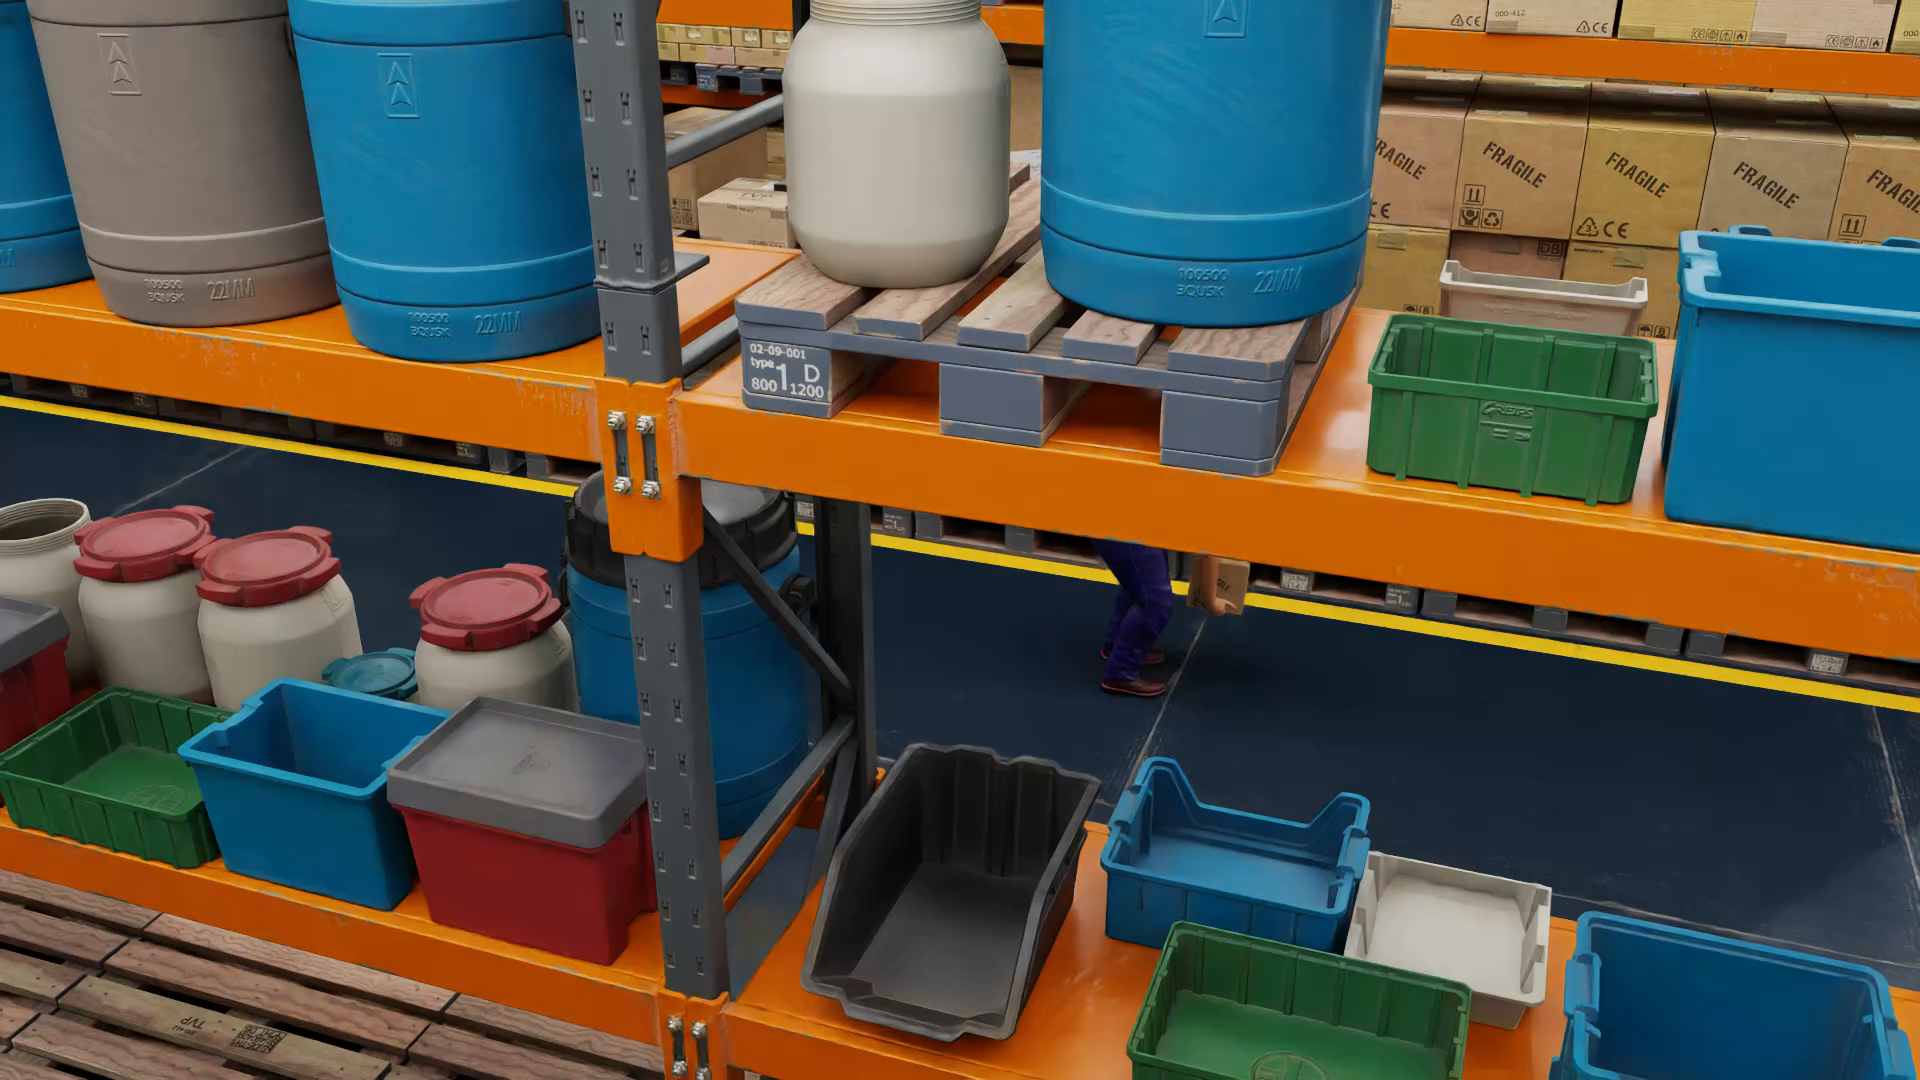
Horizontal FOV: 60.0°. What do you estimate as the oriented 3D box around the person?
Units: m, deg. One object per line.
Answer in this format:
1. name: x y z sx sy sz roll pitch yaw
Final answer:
1. person: 0.998 0.095 7.455 0.874 1.199 0.464 1 26 2
